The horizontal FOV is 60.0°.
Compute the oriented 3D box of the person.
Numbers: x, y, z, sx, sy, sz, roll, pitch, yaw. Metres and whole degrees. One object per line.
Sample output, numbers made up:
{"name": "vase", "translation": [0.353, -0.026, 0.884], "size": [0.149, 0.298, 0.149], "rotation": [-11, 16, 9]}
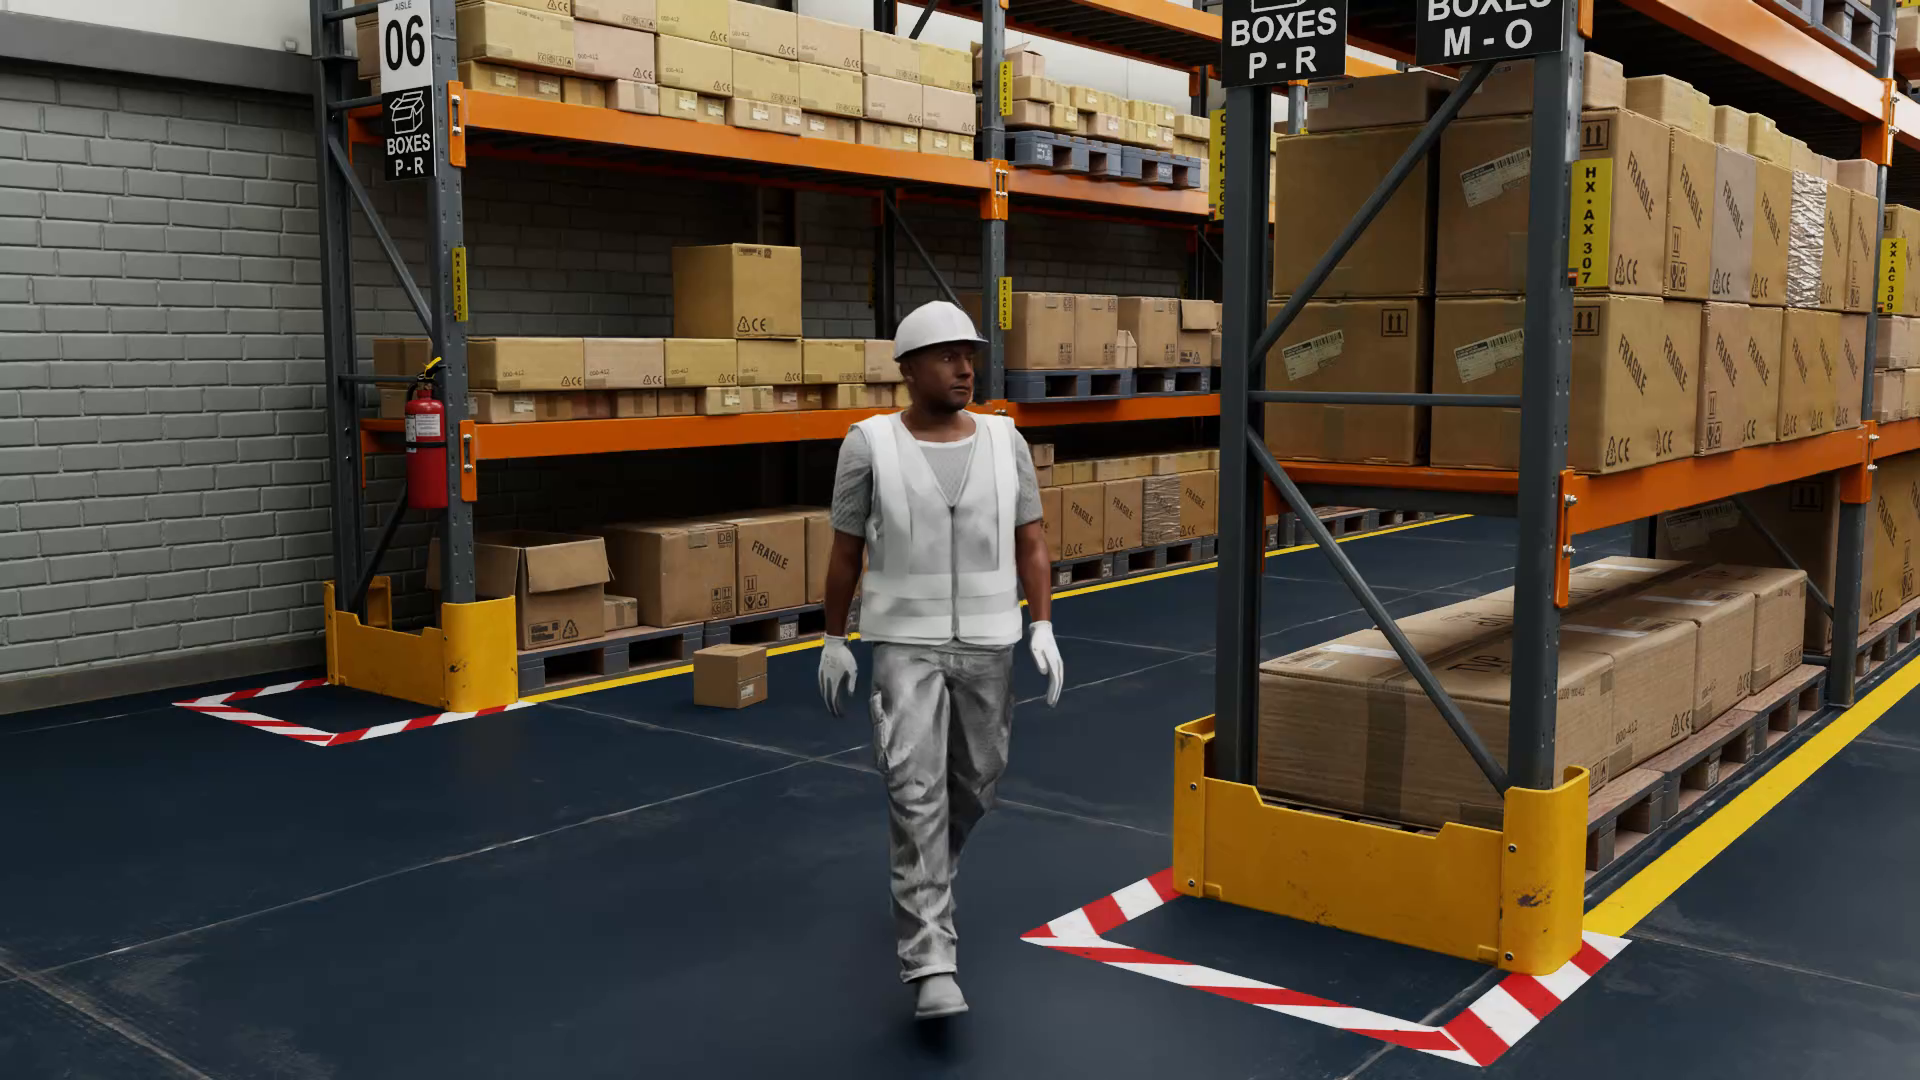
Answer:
{"name": "person", "translation": [-0.045, 0.270, 4.286], "size": [0.608, 1.757, 0.978], "rotation": [-2, 7, -15]}
